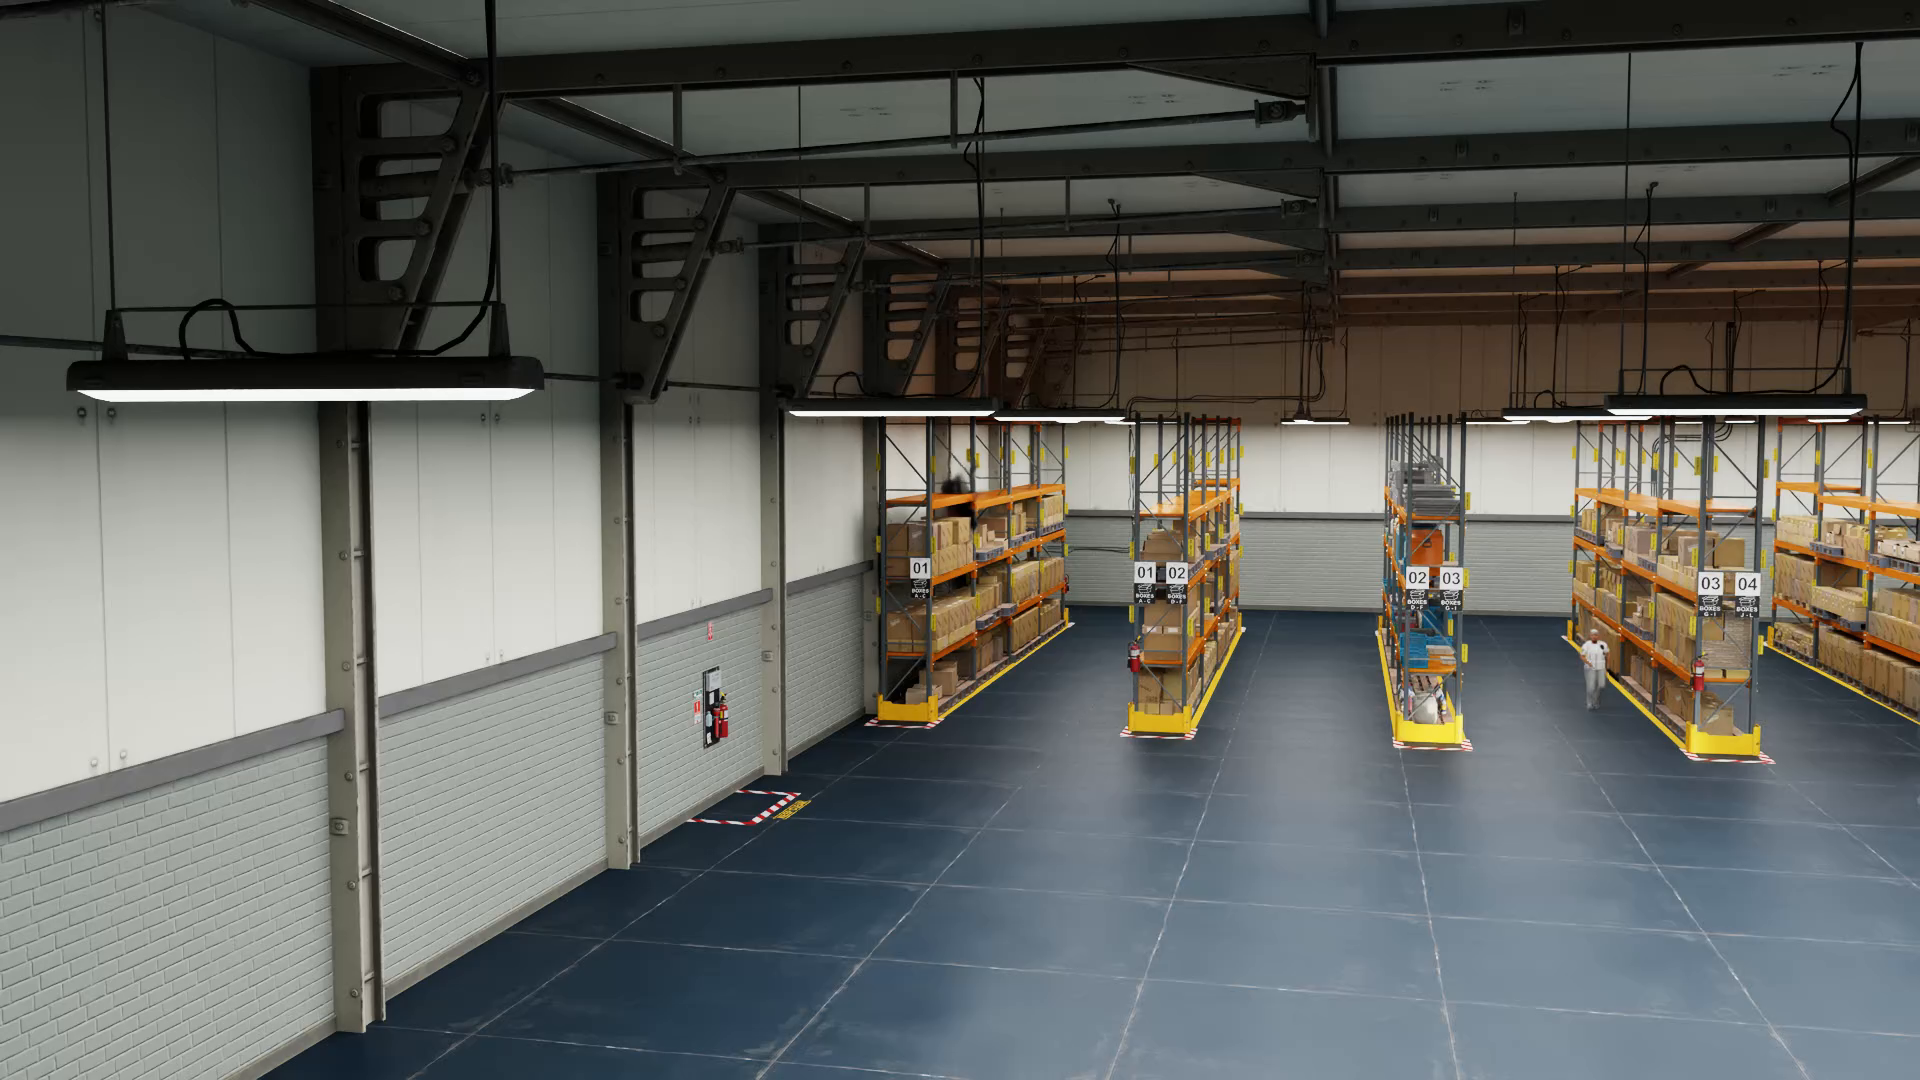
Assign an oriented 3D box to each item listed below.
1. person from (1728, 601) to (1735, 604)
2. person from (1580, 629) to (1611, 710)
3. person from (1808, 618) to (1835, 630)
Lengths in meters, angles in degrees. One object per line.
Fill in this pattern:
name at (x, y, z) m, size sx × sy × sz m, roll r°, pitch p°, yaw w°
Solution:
person at (19.931, 1.982, 43.496) m, size 0.662 × 1.633 × 0.515 m, roll 4°, pitch 5°, yaw 44°
person at (12.868, 2.624, 33.679) m, size 0.608 × 1.631 × 0.598 m, roll 1°, pitch 4°, yaw 16°
person at (23.016, 1.800, 44.622) m, size 1.043 × 1.759 × 0.675 m, roll 1°, pitch 4°, yaw 17°
